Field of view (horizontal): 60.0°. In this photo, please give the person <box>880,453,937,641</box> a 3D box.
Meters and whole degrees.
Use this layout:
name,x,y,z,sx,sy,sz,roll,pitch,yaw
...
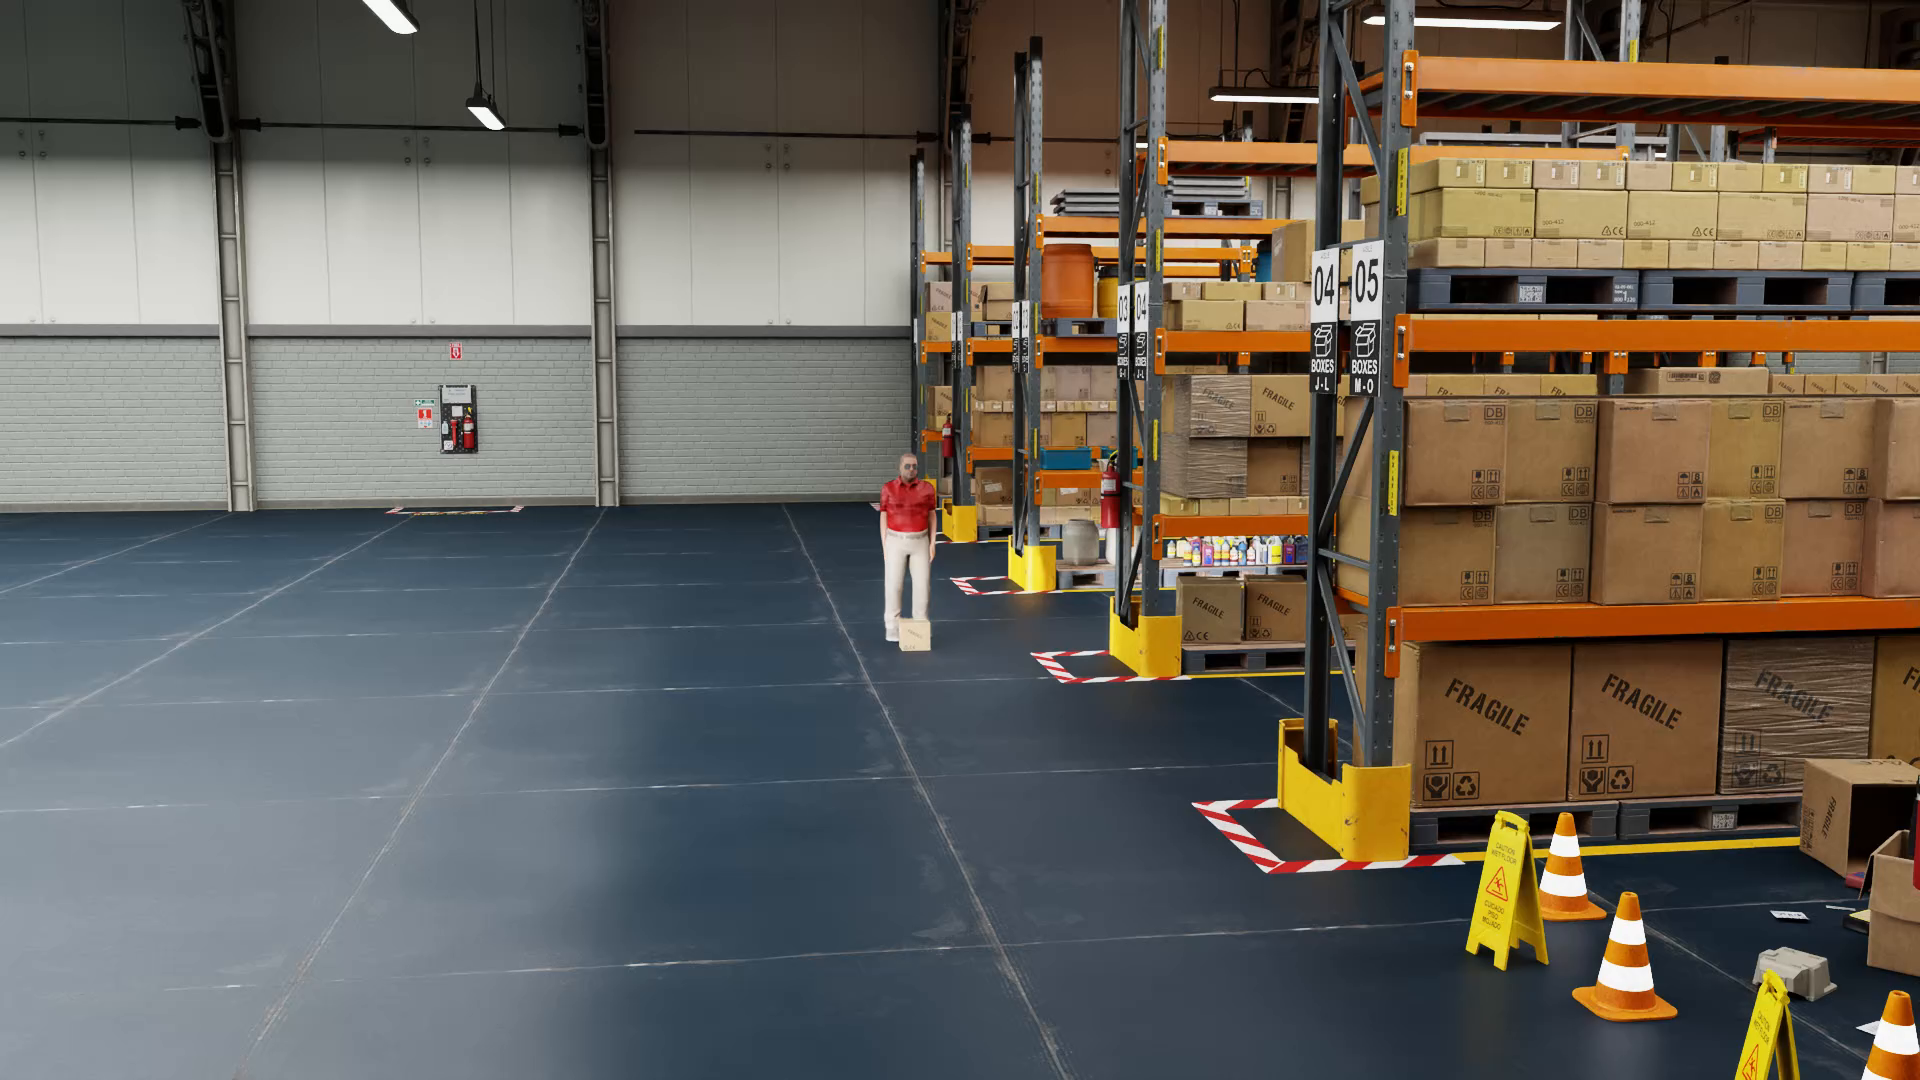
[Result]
name,x,y,z,sx,sy,sz,roll,pitch,yaw
person,-0.466,0.074,15.272,0.527,1.744,0.362,-1,6,-7
